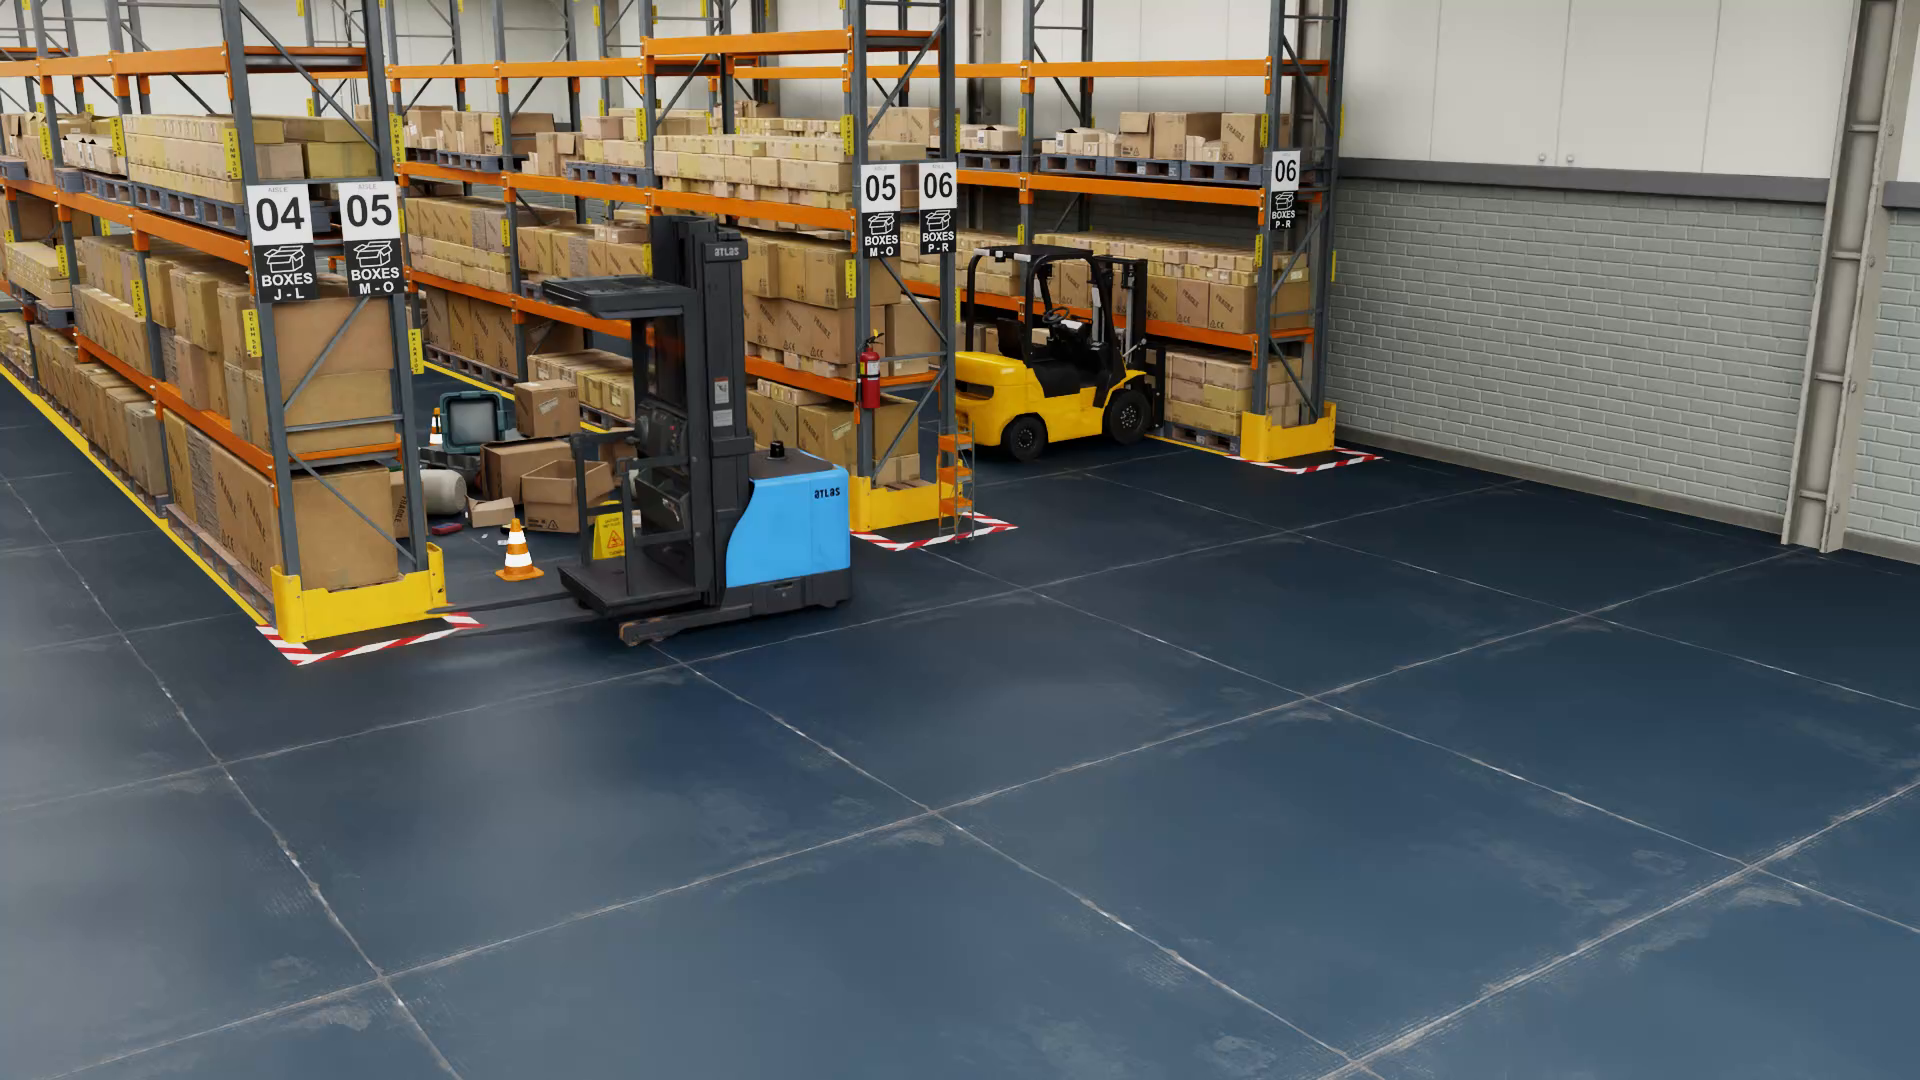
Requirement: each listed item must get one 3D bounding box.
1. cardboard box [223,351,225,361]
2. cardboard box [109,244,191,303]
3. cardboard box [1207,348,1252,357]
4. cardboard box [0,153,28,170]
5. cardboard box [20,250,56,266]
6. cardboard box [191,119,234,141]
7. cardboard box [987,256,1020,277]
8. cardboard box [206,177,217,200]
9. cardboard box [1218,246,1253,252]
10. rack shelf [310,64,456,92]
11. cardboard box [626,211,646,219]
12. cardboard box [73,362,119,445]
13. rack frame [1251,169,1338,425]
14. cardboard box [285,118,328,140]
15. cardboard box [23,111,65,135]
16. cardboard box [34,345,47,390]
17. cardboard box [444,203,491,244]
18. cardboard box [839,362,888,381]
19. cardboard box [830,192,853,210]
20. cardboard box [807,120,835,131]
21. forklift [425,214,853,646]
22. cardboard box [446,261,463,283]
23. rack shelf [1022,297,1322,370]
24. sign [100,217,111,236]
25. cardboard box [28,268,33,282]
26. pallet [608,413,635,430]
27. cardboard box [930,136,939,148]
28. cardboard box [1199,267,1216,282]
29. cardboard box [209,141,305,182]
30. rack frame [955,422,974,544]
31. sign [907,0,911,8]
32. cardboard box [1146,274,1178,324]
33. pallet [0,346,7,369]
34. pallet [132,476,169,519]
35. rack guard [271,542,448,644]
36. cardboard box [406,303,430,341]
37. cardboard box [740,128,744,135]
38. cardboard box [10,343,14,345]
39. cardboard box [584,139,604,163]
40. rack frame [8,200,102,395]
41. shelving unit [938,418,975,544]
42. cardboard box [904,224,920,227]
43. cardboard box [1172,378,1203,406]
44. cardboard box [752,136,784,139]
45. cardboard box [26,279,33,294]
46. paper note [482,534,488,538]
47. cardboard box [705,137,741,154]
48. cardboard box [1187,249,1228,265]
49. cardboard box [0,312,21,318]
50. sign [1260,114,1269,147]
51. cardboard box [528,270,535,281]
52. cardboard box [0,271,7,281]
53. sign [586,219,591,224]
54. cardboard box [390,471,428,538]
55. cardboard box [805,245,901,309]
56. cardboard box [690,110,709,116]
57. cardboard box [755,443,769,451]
[{"bbox_3d":[-5.248,-1.230,13.104,0.875,0.550,0.550,-11,19,-35],"label":"cardboard box"},{"bbox_3d":[-7.969,-2.648,16.485,0.700,0.500,0.500,-11,19,-35],"label":"cardboard box"},{"bbox_3d":[3.107,-1.990,18.685,0.500,0.250,0.500,-11,19,-34],"label":"cardboard box"},{"bbox_3d":[-11.987,-4.832,21.151,0.500,0.250,0.500,-10,18,-33],"label":"cardboard box"},{"bbox_3d":[-10.859,-3.332,19.621,0.380,0.149,0.250,-10,18,-32],"label":"cardboard box"},{"bbox_3d":[-5.346,-2.976,12.066,0.380,0.149,0.250,-10,18,-34],"label":"cardboard box"},{"bbox_3d":[0.686,-3.482,20.952,0.500,0.250,0.500,-11,19,-36],"label":"cardboard box"},{"bbox_3d":[-5.193,-2.536,11.968,0.380,0.149,0.250,-11,19,-34],"label":"cardboard box"},{"bbox_3d":[3.082,-3.174,18.507,0.380,0.149,0.250,-11,19,-34],"label":"cardboard box"},{"bbox_3d":[-8.711,-6.966,25.100,1.077,0.370,4.000,-11,19,-35],"label":"rack shelf"},{"bbox_3d":[-5.529,-5.635,29.203,0.500,0.250,0.500,-11,19,-34],"label":"cardboard box"},{"bbox_3d":[-8.843,-1.514,17.893,1.050,0.750,0.750,-11,19,-35],"label":"cardboard box"},{"bbox_3d":[3.533,-2.394,17.640,1.000,3.000,0.127,-11,19,-35],"label":"rack frame"},{"bbox_3d":[-4.808,-3.077,12.433,0.380,0.149,0.250,-11,19,-34],"label":"cardboard box"},{"bbox_3d":[-10.349,-4.723,18.827,0.396,0.266,0.258,-11,19,-35],"label":"cardboard box"},{"bbox_3d":[-11.260,-2.193,20.845,0.500,0.500,0.500,-10,18,-32],"label":"cardboard box"},{"bbox_3d":[-6.586,-4.255,22.359,0.500,0.500,0.500,-11,19,-35],"label":"cardboard box"},{"bbox_3d":[-0.872,-1.548,15.025,0.380,0.149,0.250,-10,18,-33],"label":"cardboard box"},{"bbox_3d":[-0.916,-2.981,14.579,0.380,0.149,0.250,-11,19,-34],"label":"cardboard box"},{"bbox_3d":[-1.994,-6.022,24.180,0.380,0.149,0.250,-11,19,-35],"label":"cardboard box"},{"bbox_3d":[-2.351,-0.820,12.019,3.031,2.935,1.130,-9,18,-30],"label":"forklift"},{"bbox_3d":[-6.610,-3.647,22.504,0.500,0.250,0.500,-11,19,-35],"label":"cardboard box"},{"bbox_3d":[2.357,-2.474,19.295,1.077,0.370,4.000,-11,19,-35],"label":"rack shelf"},{"bbox_3d":[-11.033,-4.040,21.463,0.100,0.325,0.005,-11,19,-35],"label":"sign"},{"bbox_3d":[-10.547,-3.076,19.248,0.380,0.149,0.250,-10,18,-33],"label":"cardboard box"},{"bbox_3d":[-3.290,-1.298,18.917,1.003,0.211,1.213,-11,19,-35],"label":"pallet"},{"bbox_3d":[-0.164,-5.177,21.616,0.380,0.149,0.250,-11,19,-35],"label":"cardboard box"},{"bbox_3d":[2.825,-2.900,18.072,0.380,0.149,0.250,-10,18,-34],"label":"cardboard box"},{"bbox_3d":[-4.938,-2.662,11.675,0.500,0.250,0.500,-11,19,-34],"label":"cardboard box"},{"bbox_3d":[0.040,-0.492,14.384,0.200,1.050,0.008,-11,19,-35],"label":"rack frame"},{"bbox_3d":[-0.724,-7.609,23.262,0.100,0.325,0.005,-11,19,-35],"label":"sign"},{"bbox_3d":[2.432,-2.728,18.671,0.500,0.500,0.500,-11,19,-36],"label":"cardboard box"},{"bbox_3d":[-13.338,-2.709,24.074,1.003,0.211,1.213,-11,19,-35],"label":"pallet"},{"bbox_3d":[-7.291,-0.495,15.984,1.003,0.211,1.213,-11,19,-35],"label":"pallet"},{"bbox_3d":[-4.410,0.378,12.247,1.175,0.500,0.348,-11,19,-35],"label":"rack guard"},{"bbox_3d":[-7.818,-3.302,25.017,0.875,0.438,0.875,-11,19,-35],"label":"cardboard box"},{"bbox_3d":[-3.237,-6.240,25.502,0.380,0.149,0.250,-11,19,-34],"label":"cardboard box"},{"bbox_3d":[-13.122,-2.709,23.395,0.380,0.149,0.250,-11,19,-34],"label":"cardboard box"},{"bbox_3d":[-3.884,-4.374,18.680,0.500,0.250,0.500,-11,19,-34],"label":"cardboard box"},{"bbox_3d":[-11.480,-3.395,21.298,1.000,3.000,0.127,-11,19,-35],"label":"rack frame"},{"bbox_3d":[-0.031,-0.518,14.479,0.215,1.050,0.252,-11,19,-35],"label":"shelving unit"},{"bbox_3d":[-0.571,-4.386,23.502,0.380,0.149,0.250,-10,18,-33],"label":"cardboard box"},{"bbox_3d":[2.708,-1.675,18.481,0.500,0.250,0.500,-11,19,-35],"label":"cardboard box"},{"bbox_3d":[-1.843,-3.933,16.547,0.380,0.149,0.250,-11,19,-36],"label":"cardboard box"},{"bbox_3d":[-10.703,-2.988,19.493,0.380,0.149,0.250,-12,19,-37],"label":"cardboard box"},{"bbox_3d":[-4.196,-0.035,14.685,0.032,0.001,0.123,-2,15,-6],"label":"paper note"},{"bbox_3d":[-2.266,-3.855,16.261,0.380,0.149,0.250,-12,19,-36],"label":"cardboard box"},{"bbox_3d":[2.720,-3.106,18.261,0.380,0.149,0.250,-11,19,-34],"label":"cardboard box"},{"bbox_3d":[-13.798,-3.199,24.060,0.380,0.149,0.250,-12,19,-37],"label":"cardboard box"},{"bbox_3d":[3.086,-4.148,16.840,0.100,0.325,0.005,-11,19,-35],"label":"sign"},{"bbox_3d":[-5.143,-3.314,20.682,0.380,0.149,0.250,-12,19,-38],"label":"cardboard box"},{"bbox_3d":[-12.814,-3.621,22.600,0.380,0.149,0.250,-10,18,-33],"label":"cardboard box"},{"bbox_3d":[-4.750,-3.937,21.236,0.100,0.325,0.005,-11,19,-35],"label":"sign"},{"bbox_3d":[-5.033,-0.310,14.757,0.500,0.500,0.500,-7,17,-25],"label":"cardboard box"},{"bbox_3d":[-0.956,-2.372,14.912,0.700,0.500,0.500,-11,19,-36],"label":"cardboard box"},{"bbox_3d":[-4.014,-6.786,26.778,0.500,0.250,0.500,-11,19,-34],"label":"cardboard box"},{"bbox_3d":[-1.783,-0.852,16.421,0.500,0.250,0.500,-12,19,-37],"label":"cardboard box"}]
